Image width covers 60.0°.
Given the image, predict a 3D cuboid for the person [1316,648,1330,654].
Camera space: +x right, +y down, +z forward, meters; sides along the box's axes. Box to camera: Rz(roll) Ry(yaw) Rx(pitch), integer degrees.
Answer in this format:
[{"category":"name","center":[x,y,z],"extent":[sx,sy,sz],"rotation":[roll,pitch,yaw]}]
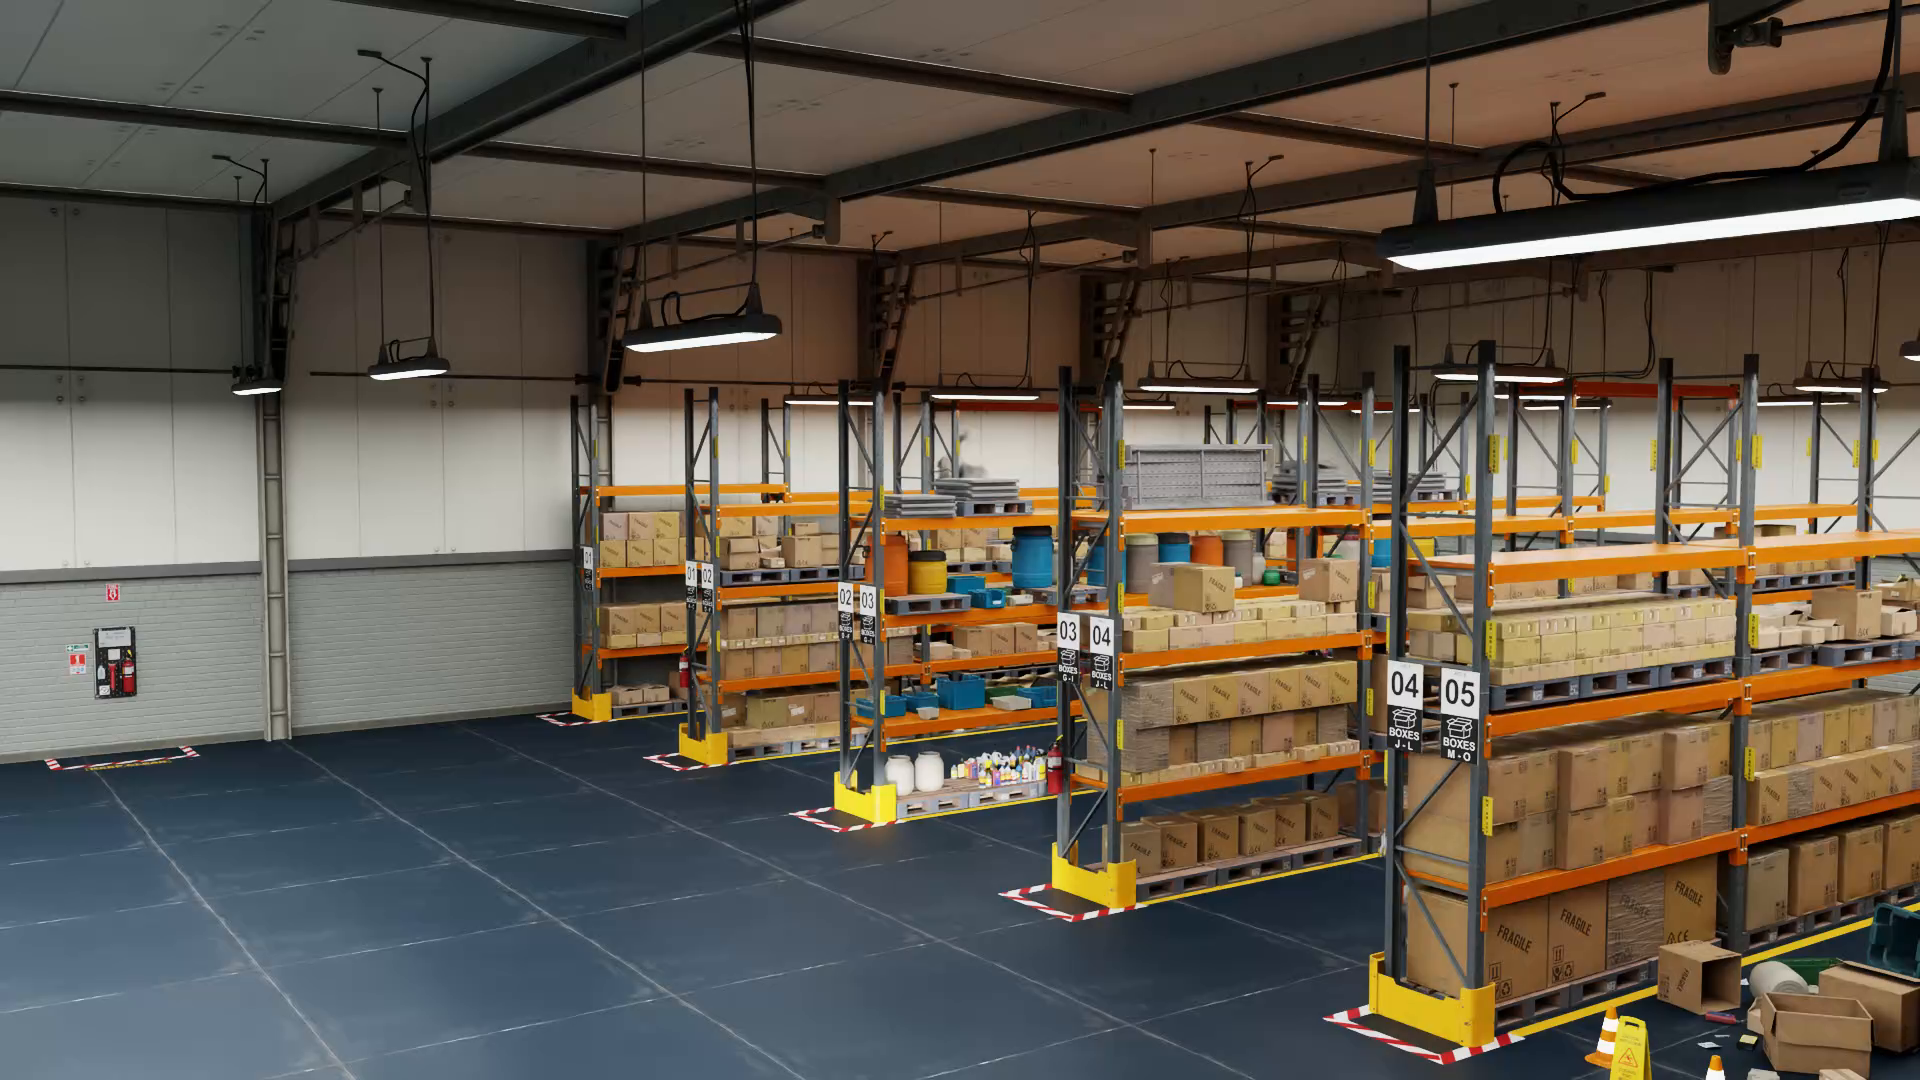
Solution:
[{"category":"person","center":[6.833,2.354,32.056],"extent":[0.909,1.754,0.713],"rotation":[-3,4,-39]}]

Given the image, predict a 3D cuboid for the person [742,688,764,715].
[{"category":"person","center":[-3.618,2.598,29.177],"extent":[0.592,1.612,0.586],"rotation":[-3,5,-40]}]

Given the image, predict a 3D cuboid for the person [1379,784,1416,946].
[{"category":"person","center":[4.553,3.302,16.932],"extent":[0.739,1.671,0.578],"rotation":[-2,4,-35]}]
